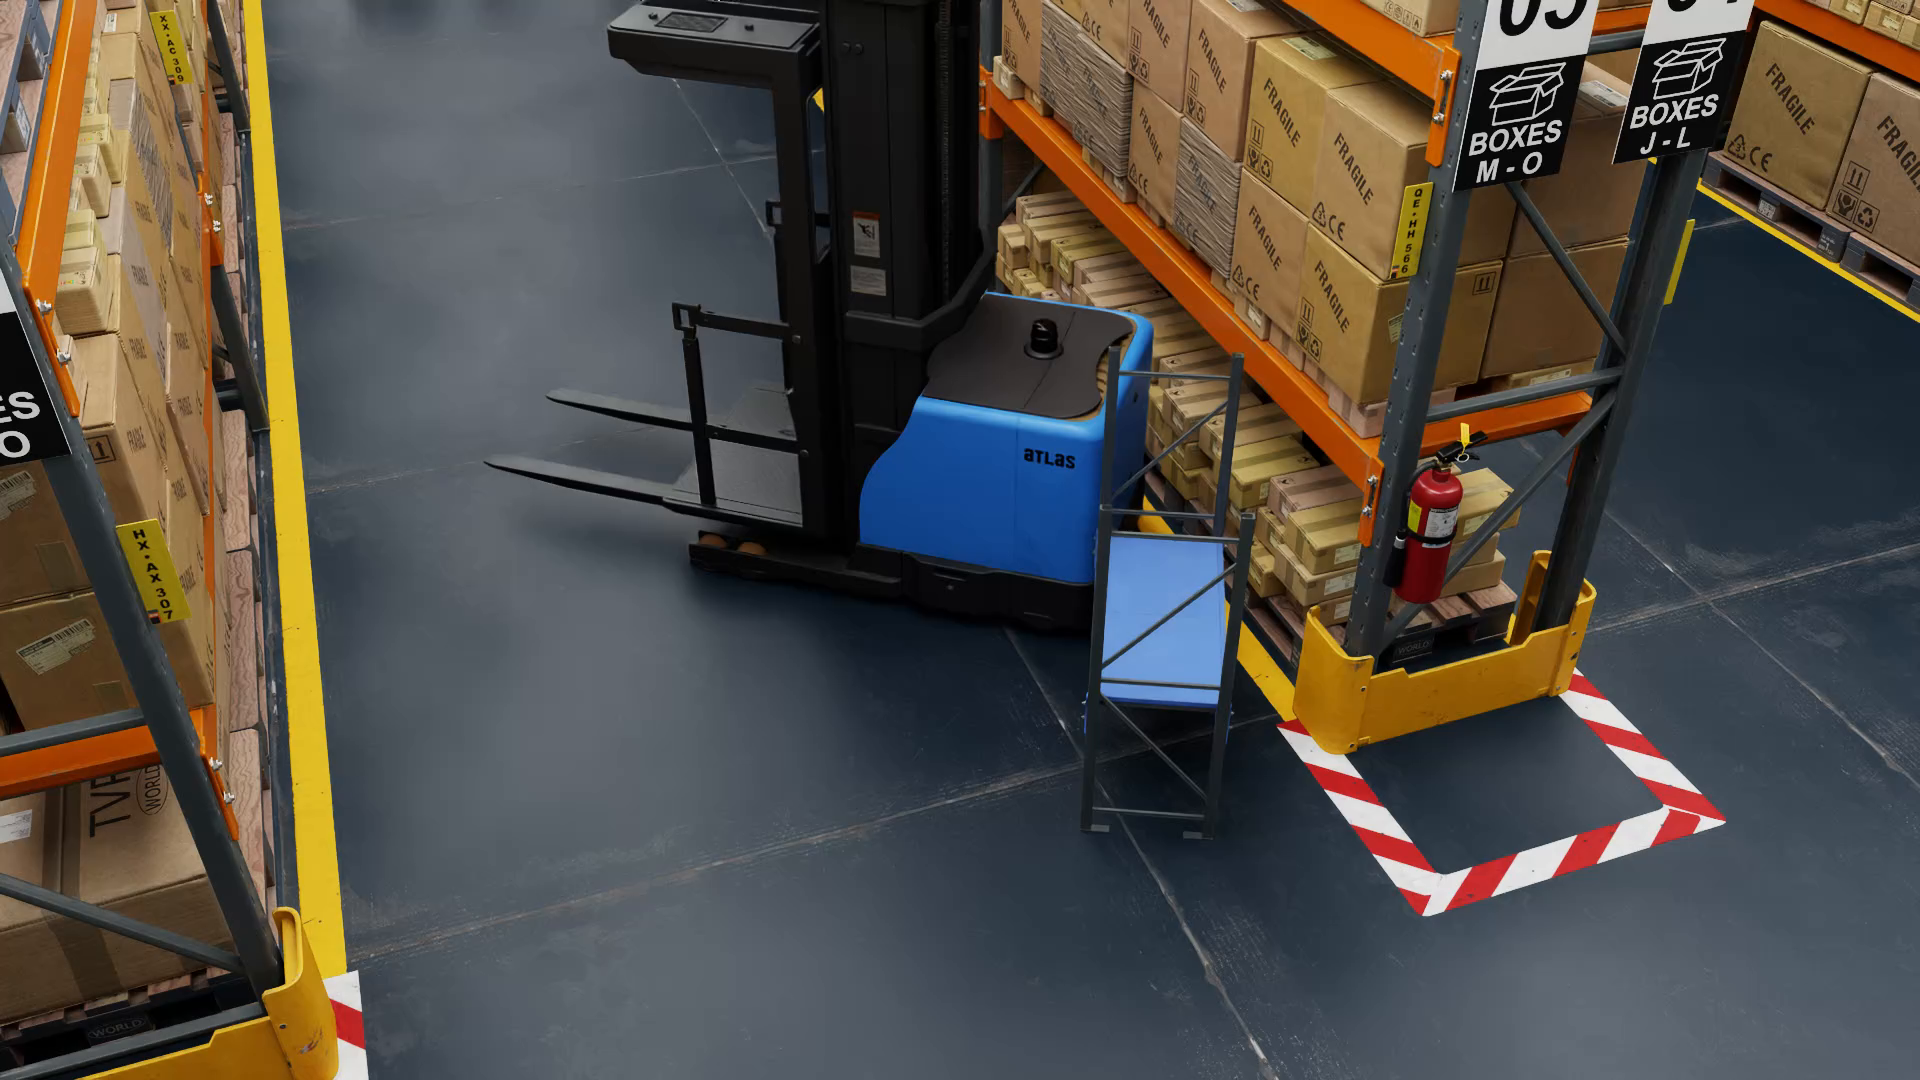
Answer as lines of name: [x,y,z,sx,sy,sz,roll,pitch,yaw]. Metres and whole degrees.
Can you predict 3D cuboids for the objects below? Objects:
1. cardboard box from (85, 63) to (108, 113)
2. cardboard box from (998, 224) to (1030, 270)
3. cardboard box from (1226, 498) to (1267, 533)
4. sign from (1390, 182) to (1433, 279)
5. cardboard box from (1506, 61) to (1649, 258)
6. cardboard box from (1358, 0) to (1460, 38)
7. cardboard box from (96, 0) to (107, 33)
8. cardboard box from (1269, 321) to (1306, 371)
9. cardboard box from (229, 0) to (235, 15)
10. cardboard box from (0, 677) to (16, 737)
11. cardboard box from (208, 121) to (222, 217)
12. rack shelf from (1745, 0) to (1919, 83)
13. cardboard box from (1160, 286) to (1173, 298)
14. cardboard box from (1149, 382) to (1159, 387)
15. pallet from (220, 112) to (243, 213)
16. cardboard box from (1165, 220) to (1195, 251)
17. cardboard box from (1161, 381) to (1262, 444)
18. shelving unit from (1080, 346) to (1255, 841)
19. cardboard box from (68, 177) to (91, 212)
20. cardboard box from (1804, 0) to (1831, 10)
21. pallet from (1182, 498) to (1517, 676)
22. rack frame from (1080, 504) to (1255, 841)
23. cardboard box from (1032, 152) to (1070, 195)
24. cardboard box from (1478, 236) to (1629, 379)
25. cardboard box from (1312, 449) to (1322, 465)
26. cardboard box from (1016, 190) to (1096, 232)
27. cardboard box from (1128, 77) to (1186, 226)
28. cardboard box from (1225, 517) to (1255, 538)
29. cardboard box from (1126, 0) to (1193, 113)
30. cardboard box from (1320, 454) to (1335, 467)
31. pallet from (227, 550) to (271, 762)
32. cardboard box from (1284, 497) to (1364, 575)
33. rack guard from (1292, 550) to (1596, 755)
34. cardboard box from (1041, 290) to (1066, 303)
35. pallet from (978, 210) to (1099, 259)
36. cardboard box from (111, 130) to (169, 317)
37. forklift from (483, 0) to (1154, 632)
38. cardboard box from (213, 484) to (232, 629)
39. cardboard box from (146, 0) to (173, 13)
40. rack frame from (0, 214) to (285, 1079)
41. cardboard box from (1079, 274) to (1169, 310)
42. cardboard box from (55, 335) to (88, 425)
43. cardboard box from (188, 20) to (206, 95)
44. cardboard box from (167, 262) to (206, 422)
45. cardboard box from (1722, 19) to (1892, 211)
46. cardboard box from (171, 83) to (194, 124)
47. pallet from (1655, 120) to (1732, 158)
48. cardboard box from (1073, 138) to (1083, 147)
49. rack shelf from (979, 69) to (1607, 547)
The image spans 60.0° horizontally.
cardboard box: [-3.225,-1.540,5.848,0.380,0.149,0.250,-13,39,-17]
cardboard box: [0.427,-1.643,9.212,0.380,0.149,0.250,-11,38,-14]
cardboard box: [1.349,-0.187,7.278,0.380,0.149,0.250,-14,39,-18]
sign: [1.451,-0.992,5.349,0.100,0.325,0.005,-12,39,-16]
cardboard box: [2.074,-1.374,5.919,0.500,0.500,0.500,-13,39,-16]
cardboard box: [1.575,-1.847,5.341,0.500,0.250,0.500,-13,39,-17]
cardboard box: [-3.616,-2.103,6.596,0.380,0.149,0.250,-12,38,-15]
cardboard box: [1.451,-0.819,6.553,0.380,0.149,0.250,-13,39,-16]
cardboard box: [-6.089,-4.228,12.705,0.950,0.372,0.625,-11,38,-14]
cardboard box: [-3.048,0.317,4.752,0.500,0.500,0.500,-12,39,-16]
cardboard box: [-4.924,-2.351,9.795,0.875,0.875,0.875,-12,39,-15]
rack shelf: [5.983,-2.319,8.934,1.077,0.370,4.000,-12,39,-16]
cardboard box: [1.218,-1.342,8.812,0.380,0.149,0.250,-12,39,-16]
cardboard box: [0.967,-0.775,8.059,0.380,0.149,0.250,-12,39,-15]
pallet: [-5.186,-2.369,10.720,1.003,0.211,1.213,-12,39,-16]
cardboard box: [1.135,-1.425,7.357,0.380,0.149,0.250,-12,39,-15]
cardboard box: [1.144,-0.594,7.571,0.380,0.149,0.250,-11,38,-14]
shelving unit: [0.754,0.203,6.234,0.538,1.500,1.048,4,37,5]
cardboard box: [-2.882,-0.967,5.088,0.380,0.149,0.250,-12,39,-16]
cardboard box: [5.175,-3.252,9.783,0.380,0.149,0.250,-14,39,-17]
pallet: [1.707,0.098,7.445,1.003,0.211,1.213,-12,39,-16]
rack frame: [0.703,0.507,5.830,0.500,1.500,0.032,4,37,5]
cardboard box: [0.598,-2.408,10.182,0.500,0.500,0.500,-11,38,-14]
cardboard box: [2.084,-0.976,6.223,0.500,0.500,0.500,-11,38,-14]
cardboard box: [1.856,-0.335,7.722,0.380,0.149,0.250,-12,39,-15]
cardboard box: [0.527,-1.796,9.167,0.380,0.149,0.250,-11,38,-14]
cardboard box: [1.065,-1.726,7.219,0.500,0.500,0.500,-11,38,-14]
cardboard box: [1.409,-0.081,7.385,0.380,0.149,0.250,-13,39,-16]
cardboard box: [1.042,-2.148,6.948,0.500,0.500,0.500,-14,39,-18]
cardboard box: [1.832,-0.290,7.415,0.380,0.149,0.250,-12,39,-15]
pallet: [-3.398,0.565,6.824,1.003,0.211,1.213,-12,39,-16]
cardboard box: [1.559,-0.020,6.810,0.380,0.149,0.250,-12,39,-15]
rack guard: [1.953,0.449,6.739,1.175,0.500,0.348,-12,39,-16]
cardboard box: [0.653,-1.243,8.928,0.380,0.149,0.250,-13,39,-16]
pallet: [0.334,-2.092,10.352,1.003,0.211,1.213,-12,39,-16]
cardboard box: [-3.073,-1.056,5.744,0.500,0.500,0.500,-12,39,-16]
forklift: [-0.715,-1.285,7.020,3.031,2.935,1.130,11,38,14]
cardboard box: [-3.586,0.054,6.966,0.875,0.438,0.875,-14,39,-17]
cardboard box: [-3.891,-2.432,7.571,0.500,0.500,0.500,-12,39,-15]
rack frame: [-2.633,0.575,4.493,1.000,3.000,0.127,-12,39,-16]
cardboard box: [0.821,-1.192,8.365,0.380,0.149,0.250,-12,39,-15]
cardboard box: [-2.496,-0.381,4.310,0.380,0.149,0.250,-12,39,-15]
cardboard box: [-4.254,-2.513,8.717,0.500,0.250,0.500,-13,39,-16]
cardboard box: [-3.075,-0.646,6.031,0.500,0.500,0.500,-11,38,-14]
cardboard box: [5.447,-2.666,10.213,0.875,0.875,0.875,-12,39,-16]
cardboard box: [-3.897,-2.131,7.795,0.500,0.250,0.500,-14,39,-17]
pallet: [4.958,-3.043,11.614,1.003,0.211,1.213,-12,39,-16]
cardboard box: [0.781,-2.013,8.139,0.380,0.149,0.250,-14,39,-18]
rack shelf: [1.291,-1.349,7.646,1.077,0.370,4.000,-12,39,-16]
